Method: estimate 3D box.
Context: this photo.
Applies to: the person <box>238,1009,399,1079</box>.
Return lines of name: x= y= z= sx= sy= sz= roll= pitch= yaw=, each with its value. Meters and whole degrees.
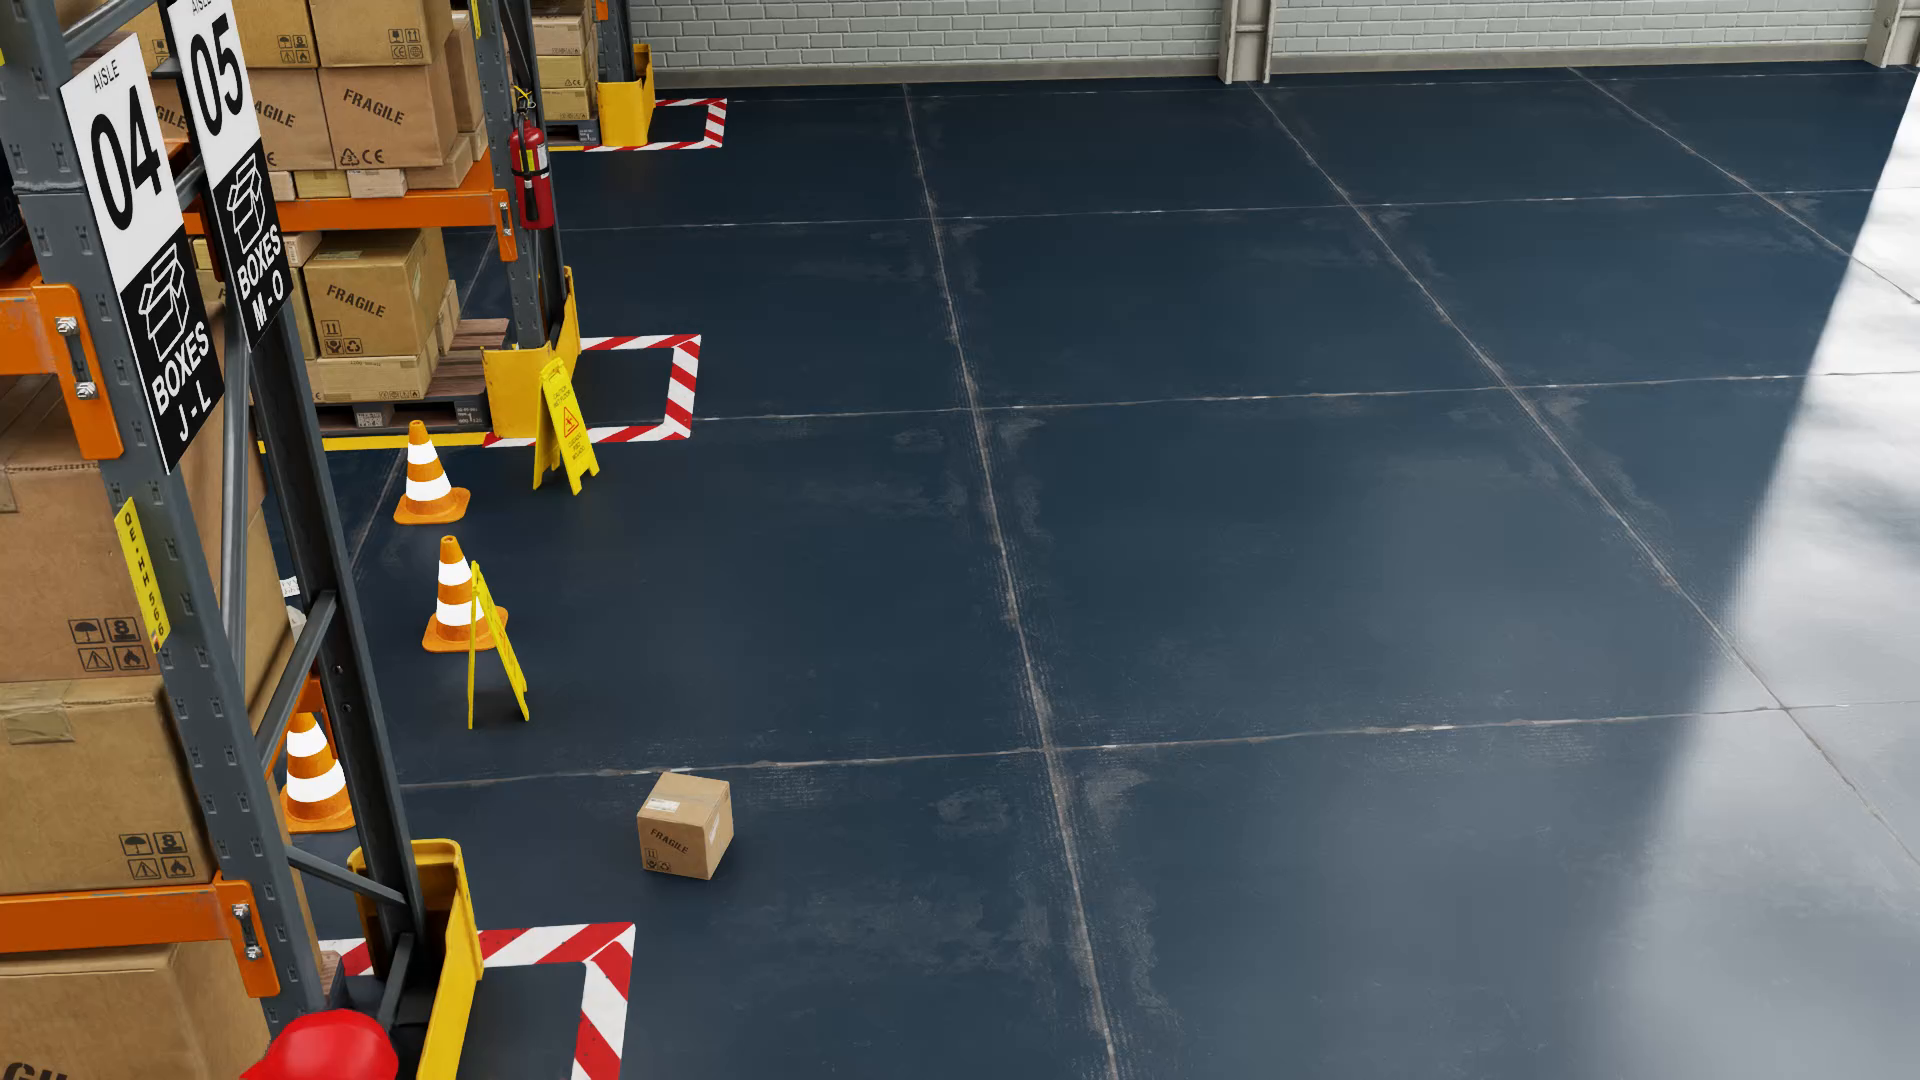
person: x=-1.067 y=1.654 z=3.295 sx=0.626 sy=1.767 sz=0.482 roll=21 pitch=37 yaw=31
